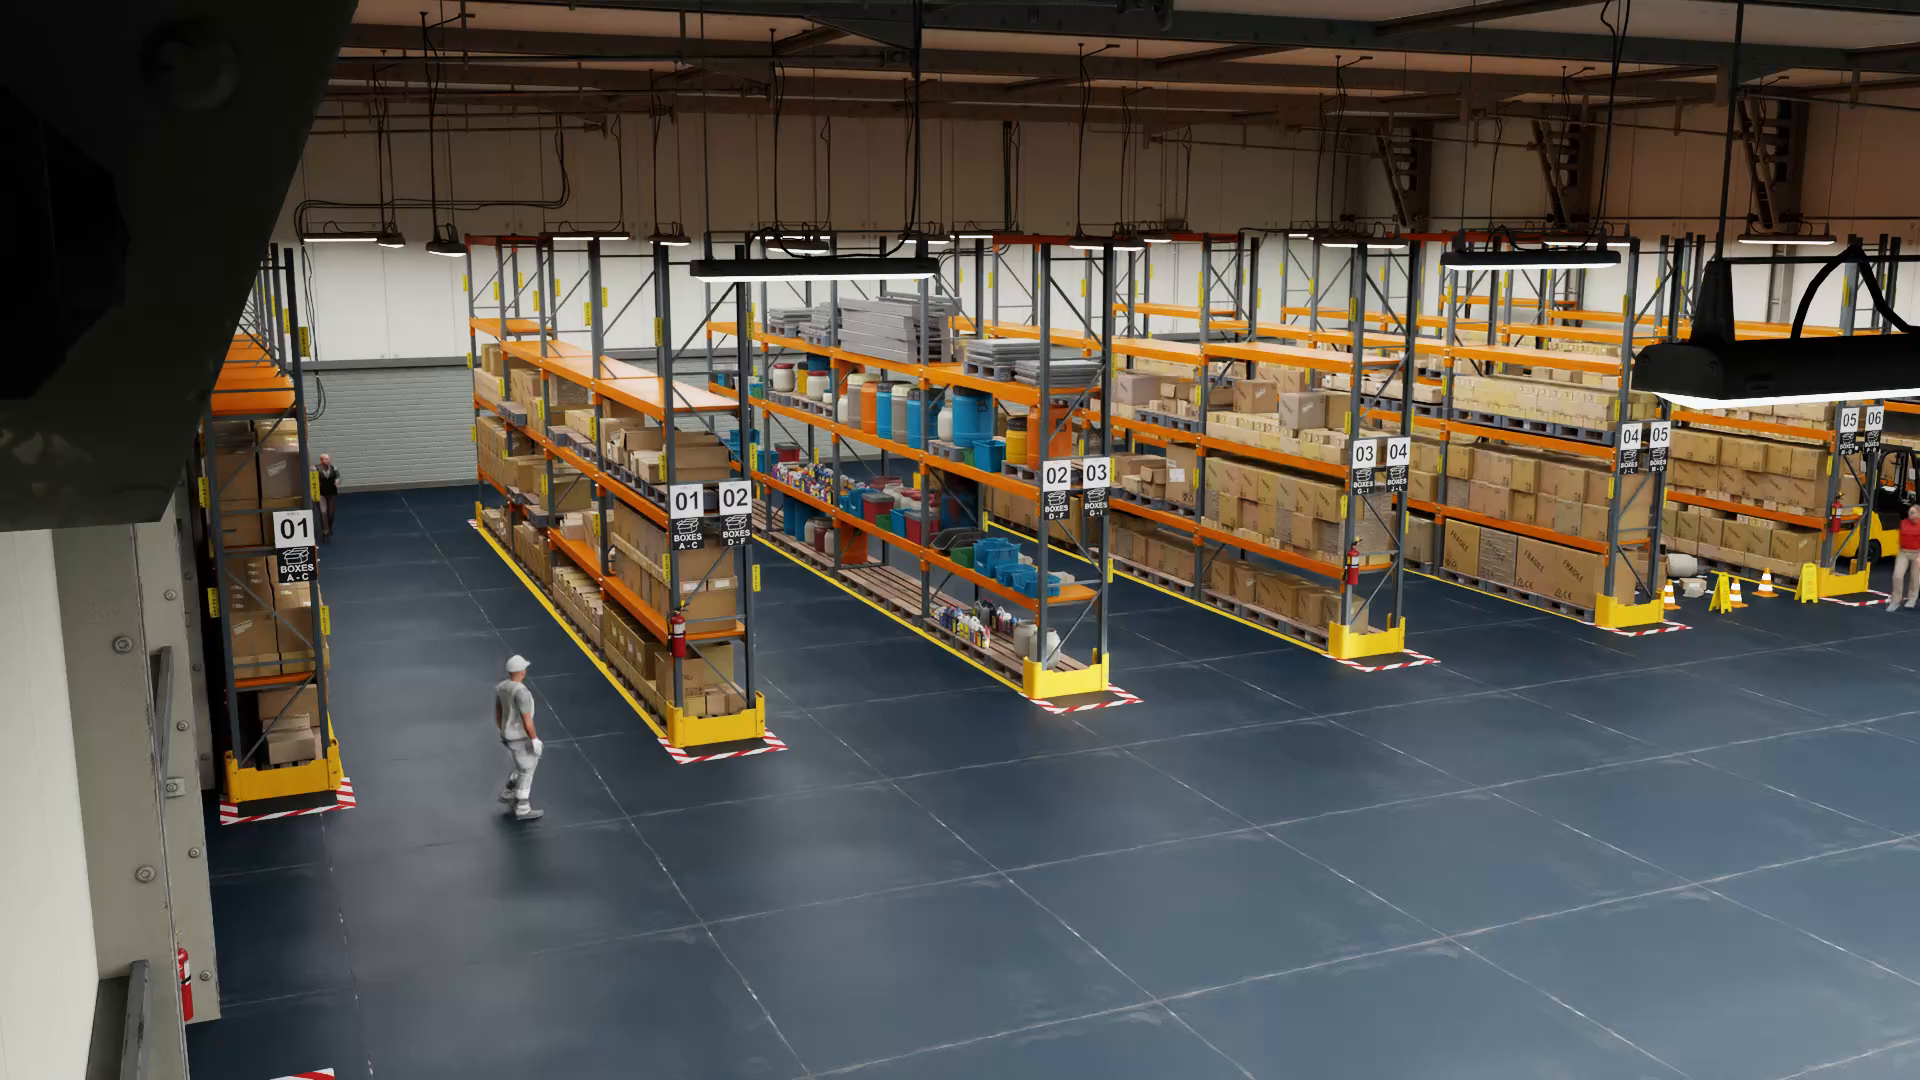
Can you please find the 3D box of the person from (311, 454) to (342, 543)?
[{"bbox_3d":[-12.593,-0.871,32.962,0.714,1.694,0.980,-5,12,-26],"label":"person"}]

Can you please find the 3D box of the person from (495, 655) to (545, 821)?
[{"bbox_3d":[-4.678,2.103,17.660,0.437,1.784,0.588,-5,12,-24],"label":"person"}]

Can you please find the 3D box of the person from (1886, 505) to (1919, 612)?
[{"bbox_3d":[15.505,0.303,27.107,0.519,1.769,0.703,7,13,34],"label":"person"}]
